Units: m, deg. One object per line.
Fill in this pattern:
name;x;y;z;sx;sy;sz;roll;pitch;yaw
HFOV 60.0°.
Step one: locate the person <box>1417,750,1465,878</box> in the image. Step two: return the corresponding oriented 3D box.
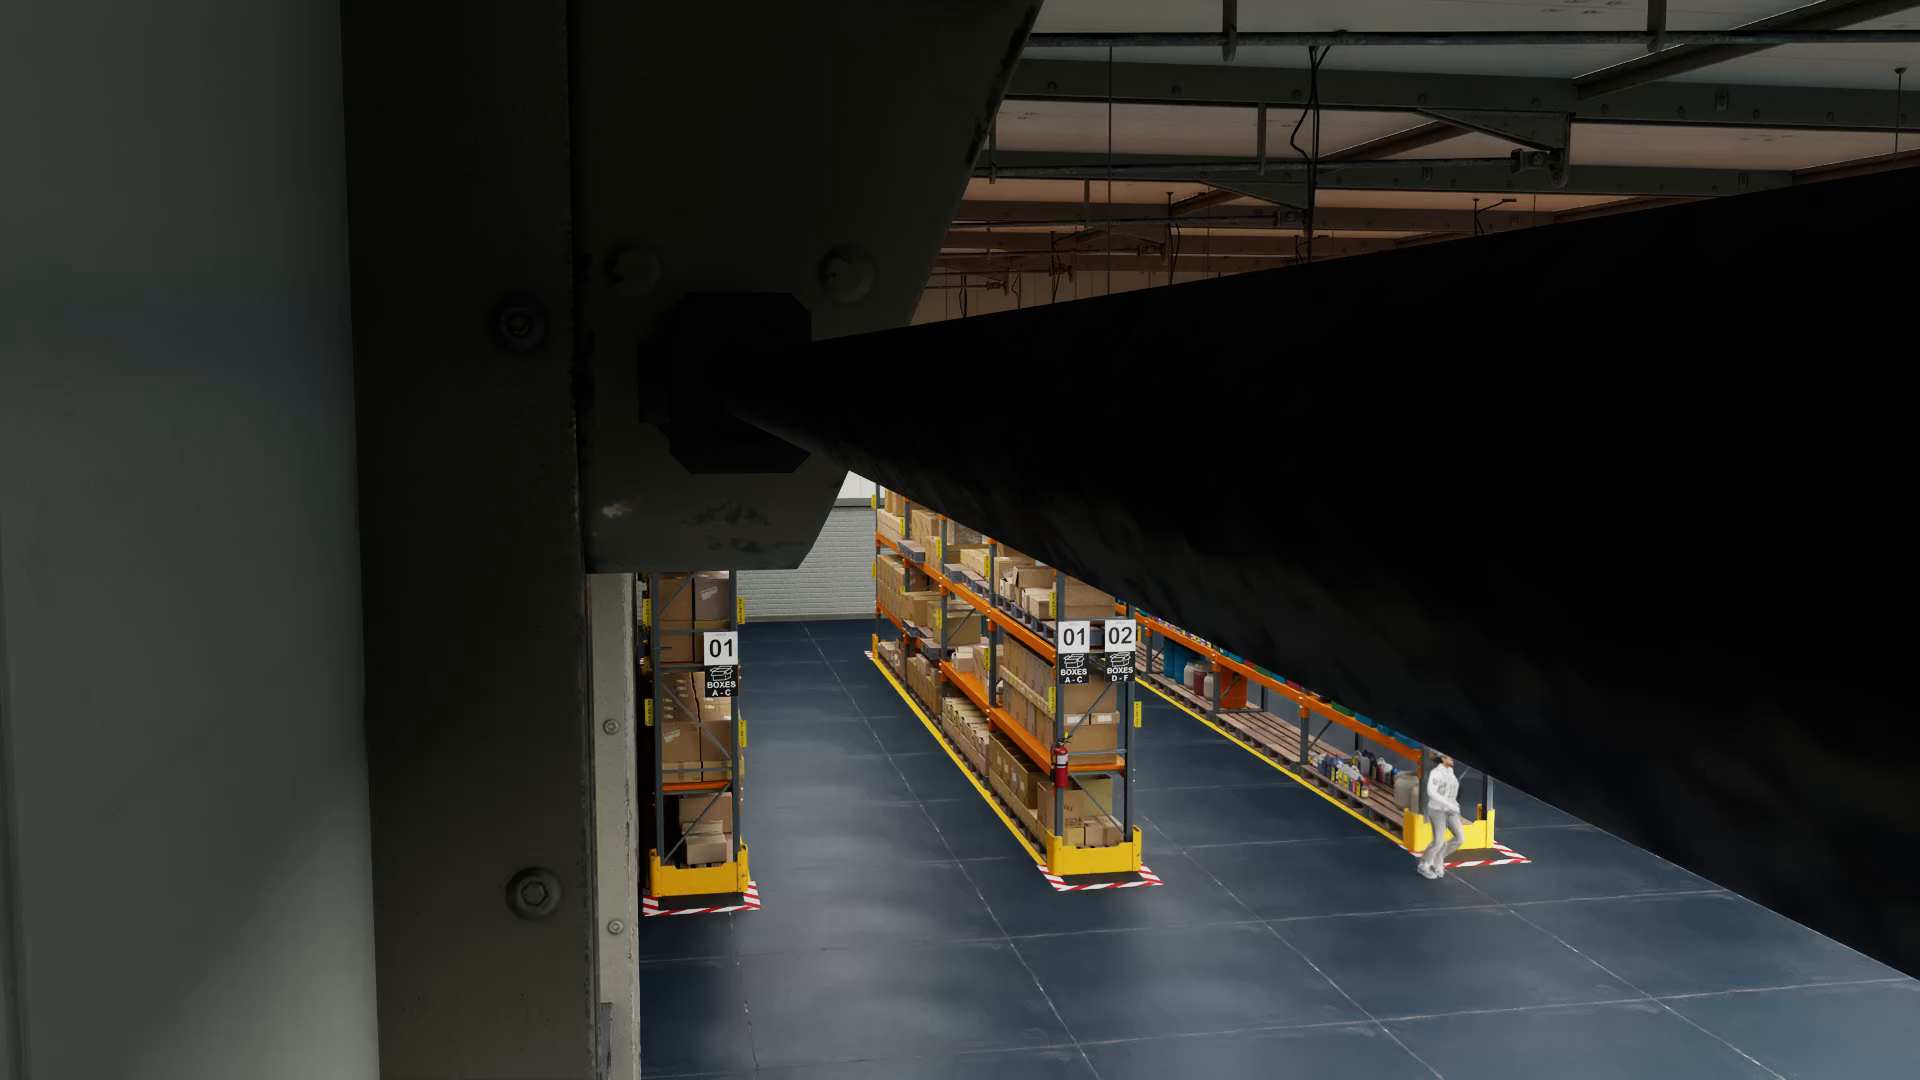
person;6.061;3.379;20.751;0.688;1.651;0.541;-6;8;-44
